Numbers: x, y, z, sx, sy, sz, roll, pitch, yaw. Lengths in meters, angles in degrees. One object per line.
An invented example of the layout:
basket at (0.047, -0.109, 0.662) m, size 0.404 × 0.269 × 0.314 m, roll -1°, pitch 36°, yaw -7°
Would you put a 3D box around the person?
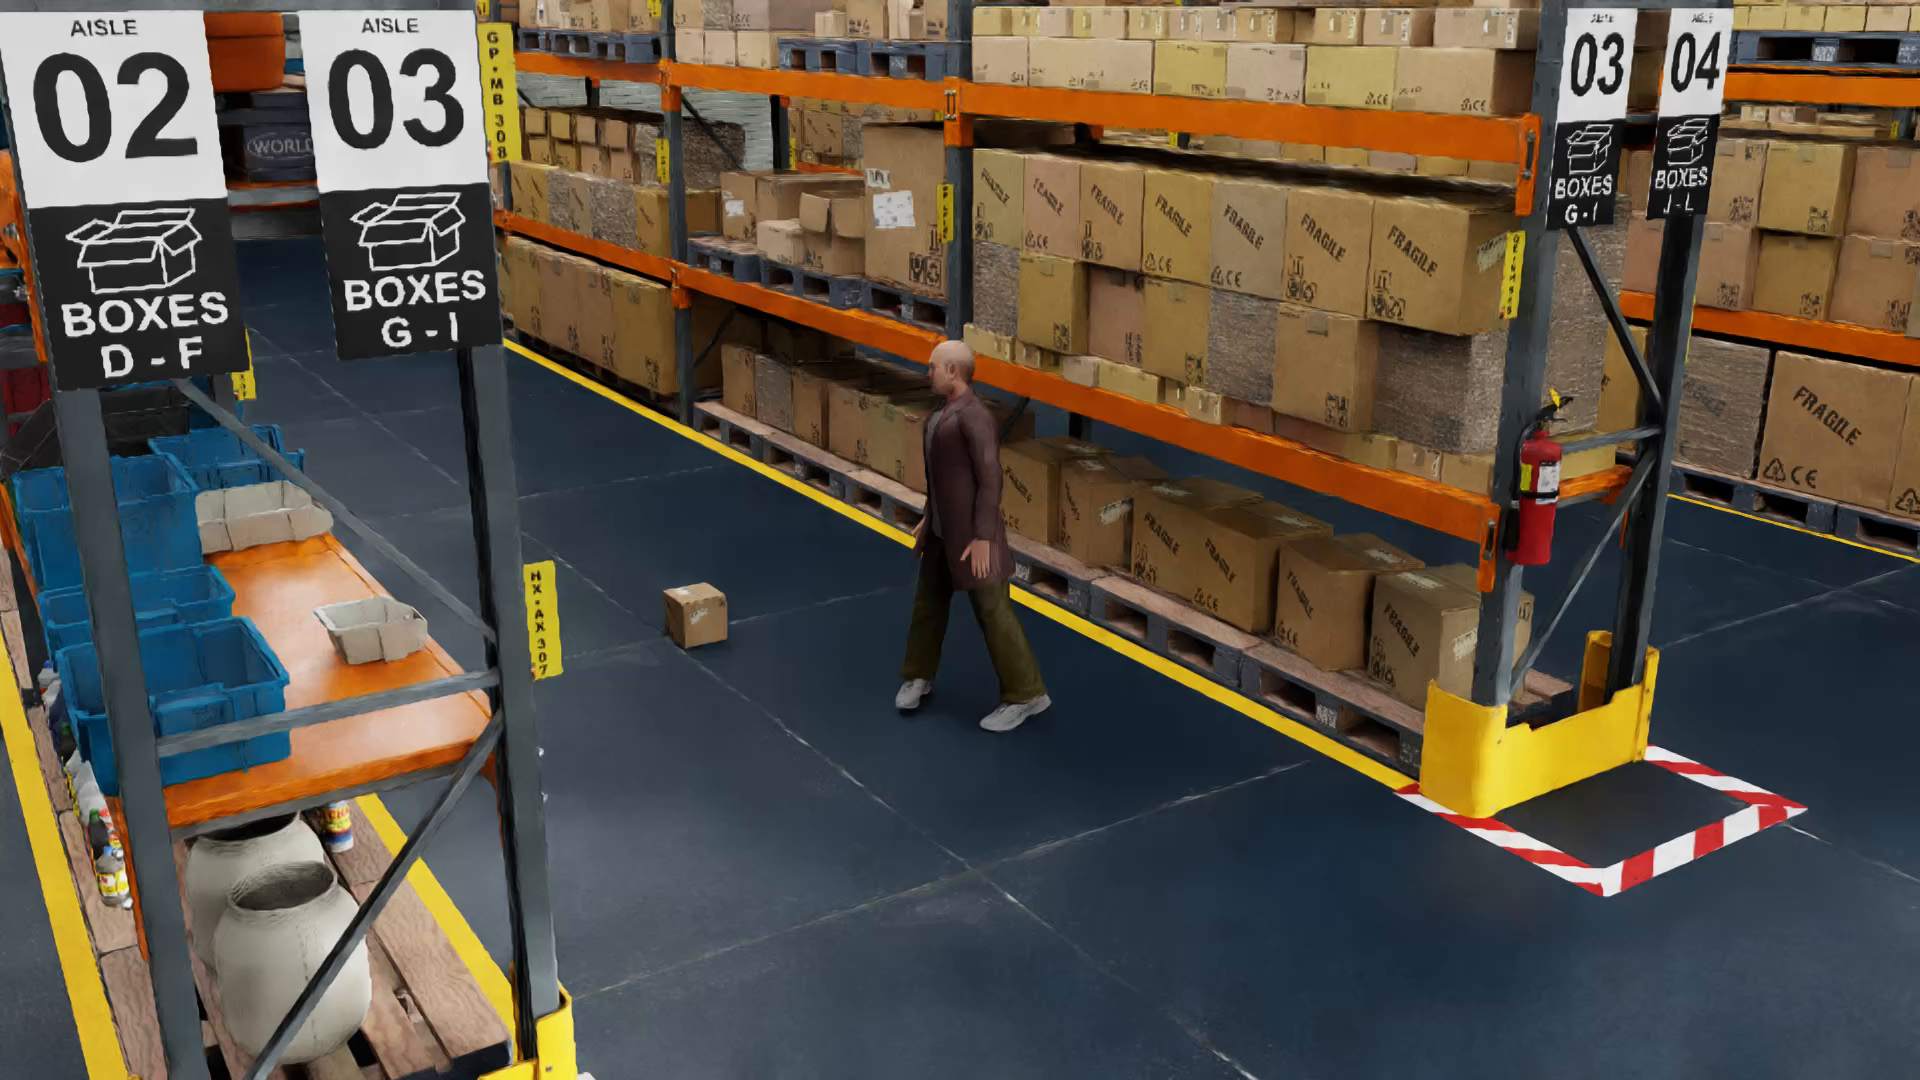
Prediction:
person at (0.021, -0.032, 7.703) m, size 0.674 × 1.777 × 0.664 m, roll -7°, pitch 19°, yaw -22°
